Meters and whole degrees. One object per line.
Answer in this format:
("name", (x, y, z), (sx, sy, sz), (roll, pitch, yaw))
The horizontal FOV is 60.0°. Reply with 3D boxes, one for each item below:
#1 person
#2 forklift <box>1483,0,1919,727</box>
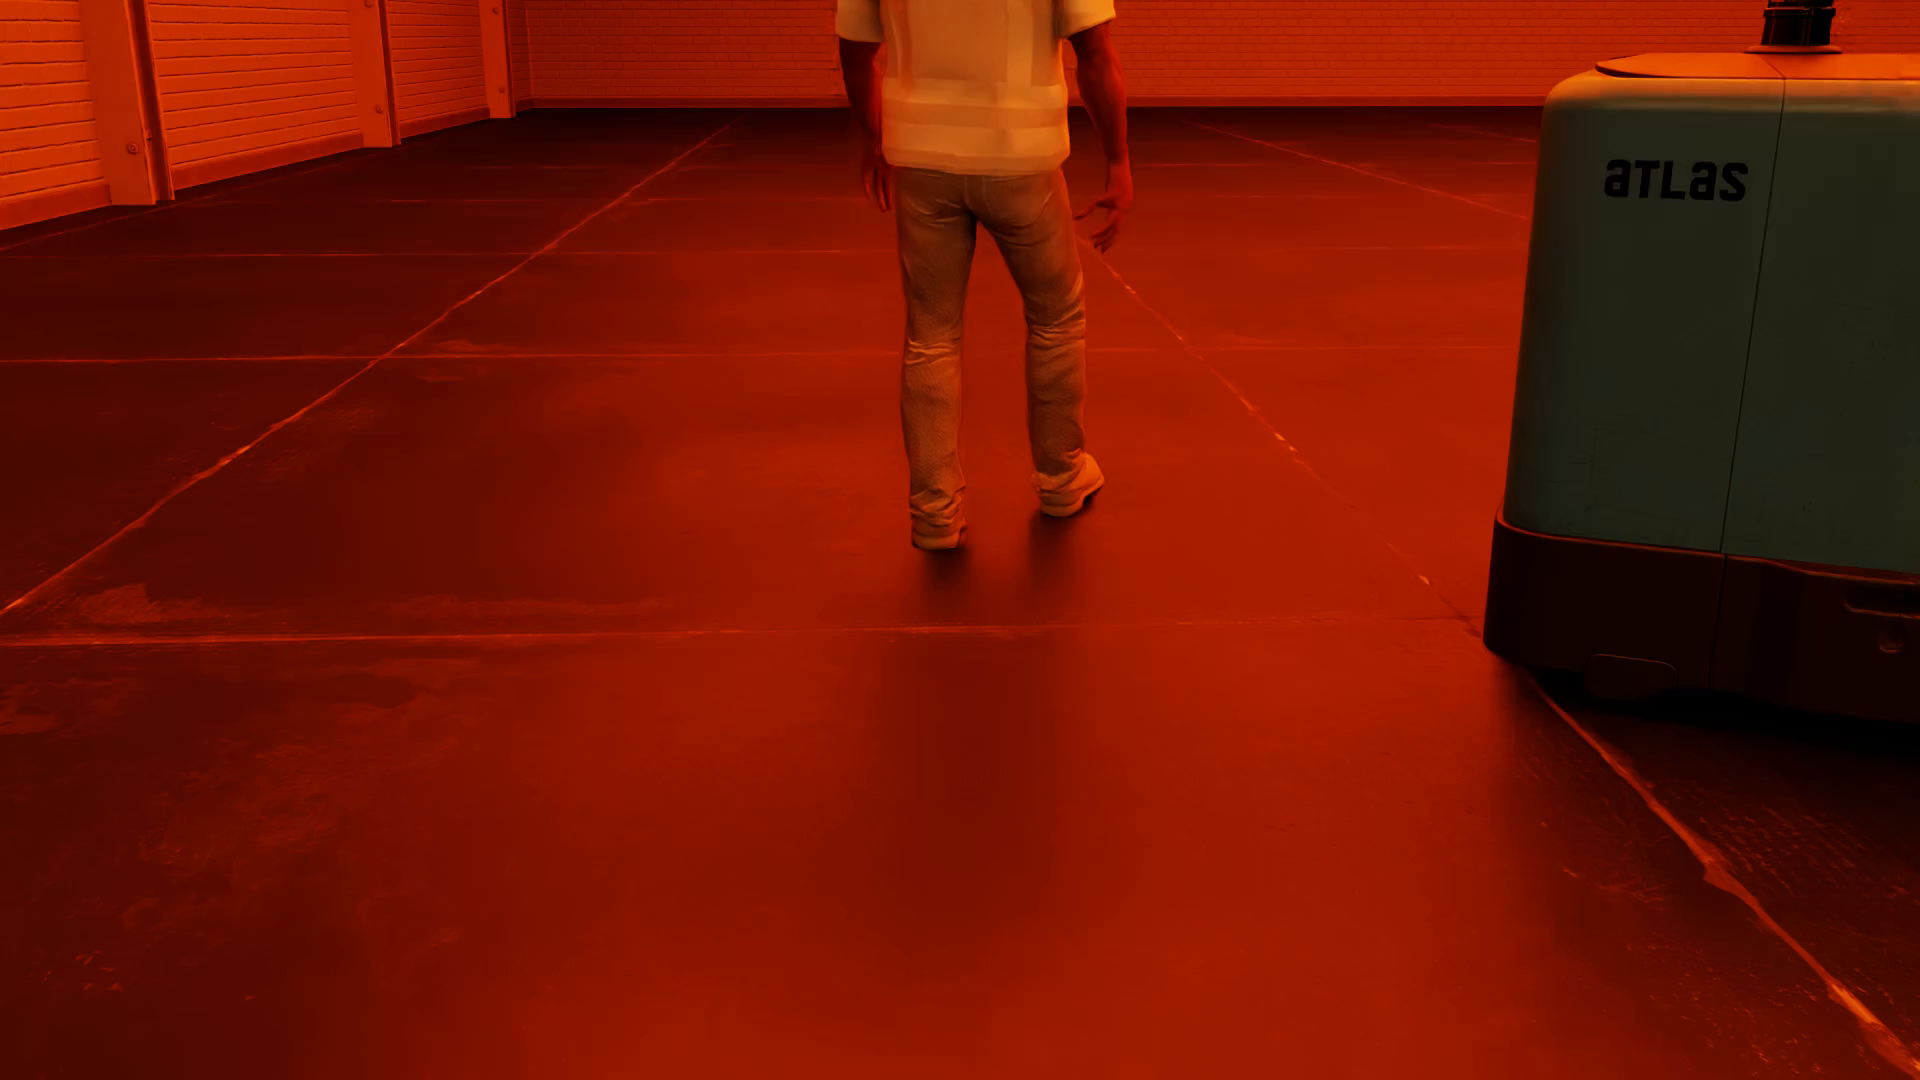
("person", (0.070, -0.883, 3.859), (0.705, 1.742, 0.672), (4, 17, 12))
("forklift", (2.524, -1.088, 2.464), (3.031, 2.935, 1.130), (7, 18, 22))
